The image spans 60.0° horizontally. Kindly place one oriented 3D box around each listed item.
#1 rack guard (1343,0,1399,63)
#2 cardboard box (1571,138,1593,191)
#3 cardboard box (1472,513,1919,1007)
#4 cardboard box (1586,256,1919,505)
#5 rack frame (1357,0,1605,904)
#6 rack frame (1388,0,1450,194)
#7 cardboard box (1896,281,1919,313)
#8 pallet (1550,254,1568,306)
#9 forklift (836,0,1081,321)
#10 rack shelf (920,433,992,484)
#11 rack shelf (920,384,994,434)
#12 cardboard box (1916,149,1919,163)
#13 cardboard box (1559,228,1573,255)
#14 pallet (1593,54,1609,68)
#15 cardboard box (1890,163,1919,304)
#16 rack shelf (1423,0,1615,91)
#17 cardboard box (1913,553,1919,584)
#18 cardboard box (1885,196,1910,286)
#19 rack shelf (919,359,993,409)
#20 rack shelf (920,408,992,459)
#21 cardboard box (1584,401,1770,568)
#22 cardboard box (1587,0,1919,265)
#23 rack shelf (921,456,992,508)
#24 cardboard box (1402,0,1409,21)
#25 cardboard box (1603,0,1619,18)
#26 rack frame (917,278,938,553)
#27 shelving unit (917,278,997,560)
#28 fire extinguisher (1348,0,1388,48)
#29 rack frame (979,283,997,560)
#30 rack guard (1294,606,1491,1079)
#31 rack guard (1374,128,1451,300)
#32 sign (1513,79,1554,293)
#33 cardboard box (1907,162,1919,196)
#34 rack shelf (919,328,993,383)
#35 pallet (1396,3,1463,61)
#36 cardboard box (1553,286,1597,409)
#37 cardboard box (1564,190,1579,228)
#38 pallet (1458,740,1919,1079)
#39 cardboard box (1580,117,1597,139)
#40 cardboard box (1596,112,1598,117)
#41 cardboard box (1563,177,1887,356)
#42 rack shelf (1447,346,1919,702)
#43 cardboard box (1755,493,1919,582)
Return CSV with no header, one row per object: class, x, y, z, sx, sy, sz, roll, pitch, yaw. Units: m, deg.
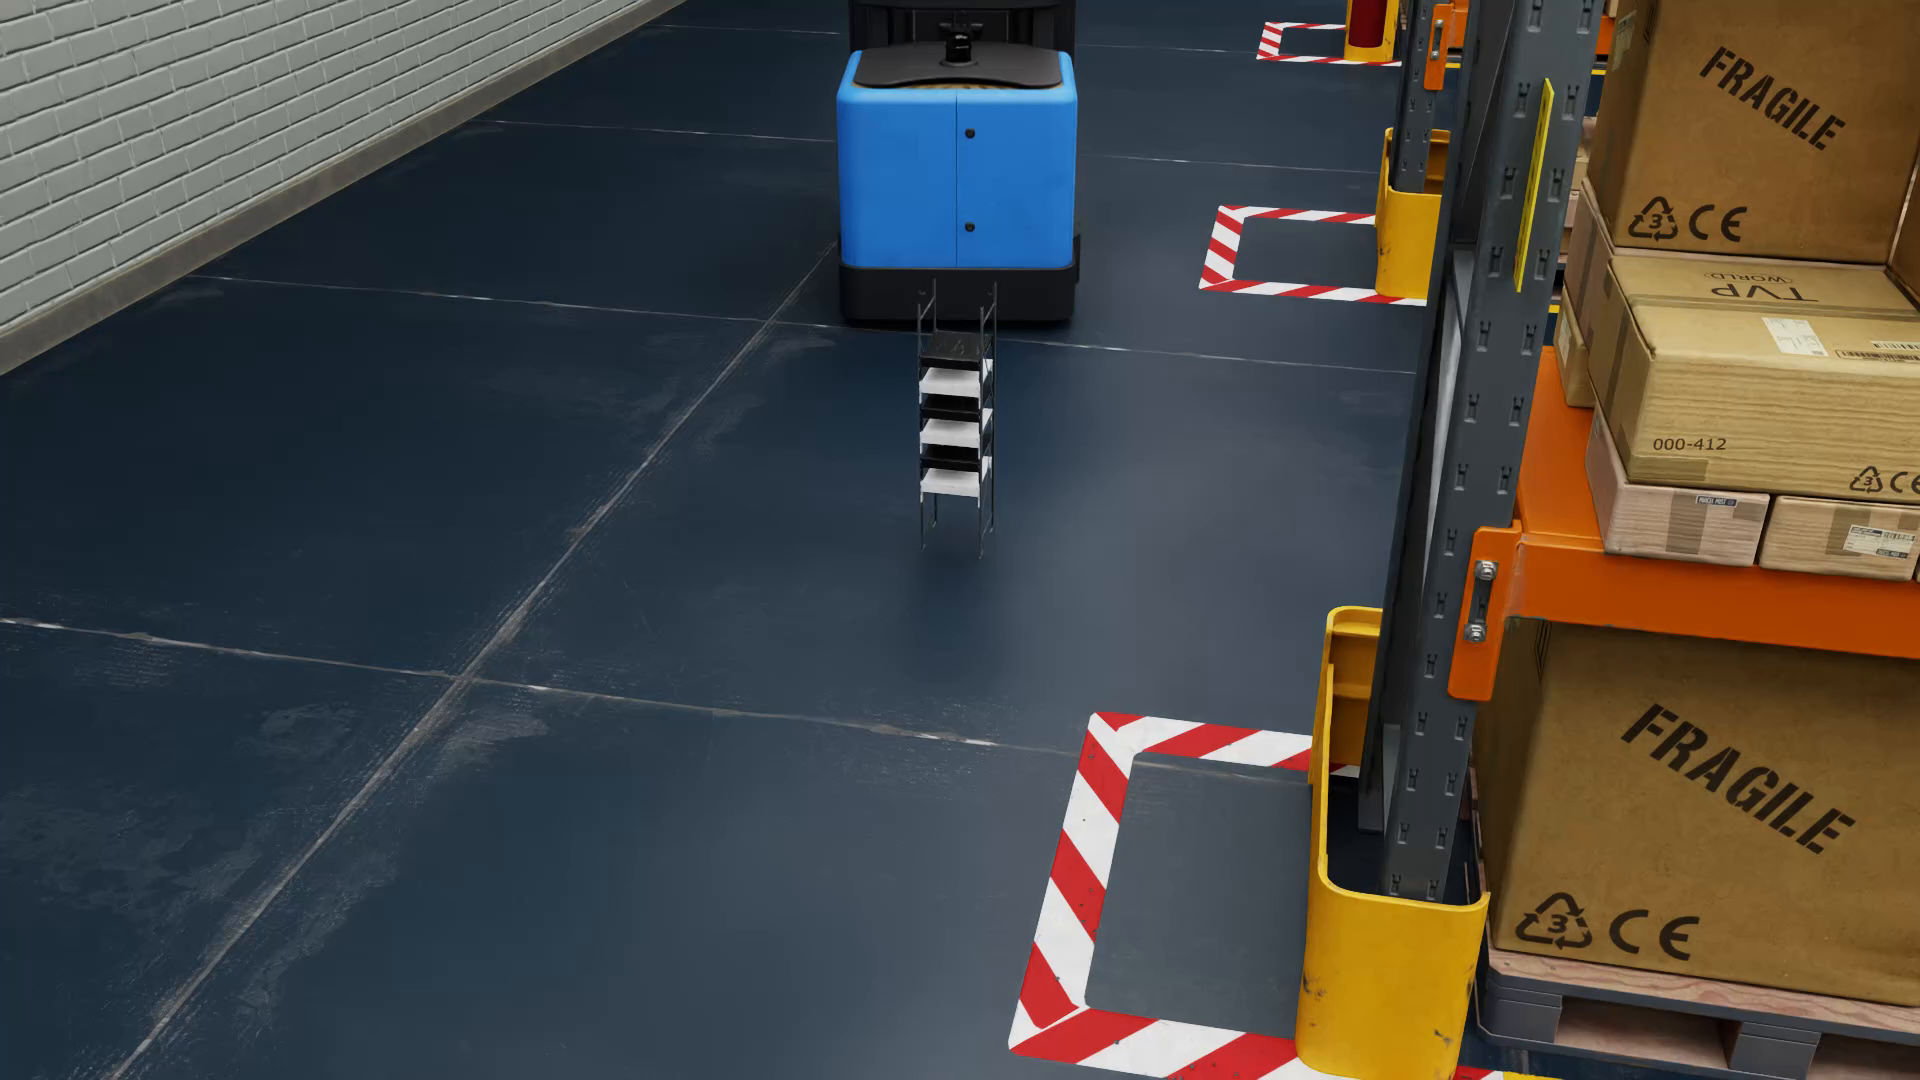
rack guard,3.091,-3.974,12.489,0.348,0.500,1.175,6,29,11
cardboard box,2.916,-1.745,7.726,0.250,0.149,0.380,6,29,11
cardboard box,1.687,0.360,3.744,0.875,0.875,0.875,6,29,11
cardboard box,1.458,-0.304,3.029,0.500,0.250,0.500,5,29,9
rack frame,1.045,-0.415,3.384,0.127,3.000,1.000,6,29,11
rack frame,2.179,-2.734,7.620,0.127,3.000,1.000,6,29,11
cardboard box,1.968,-0.255,2.939,0.500,0.250,0.500,6,29,10
pallet,3.041,-1.405,8.096,1.213,0.211,1.003,6,29,11
forklift,0.016,-2.925,8.041,1.130,2.935,3.031,1,29,1
rack shelf,-0.008,-0.287,5.595,0.200,0.077,0.258,6,29,11
rack shelf,-0.008,-0.445,5.508,0.200,0.077,0.258,6,29,11
cardboard box,4.508,-1.785,7.798,0.250,0.149,0.380,5,29,8
cardboard box,2.898,-1.477,7.855,0.250,0.149,0.380,6,29,10
pallet,5.102,-3.679,12.249,1.213,0.211,1.003,6,29,11
cardboard box,1.947,-0.583,2.757,0.500,0.500,0.500,5,29,9
rack shelf,4.135,-2.218,7.426,4.000,0.370,1.077,6,29,11
cardboard box,1.825,-0.063,3.003,0.250,0.149,0.380,5,29,9
cardboard box,2.070,-0.504,3.393,0.500,0.250,0.500,5,29,10
rack shelf,-0.008,-0.524,5.465,0.200,0.077,0.258,6,29,11
rack shelf,-0.008,-0.366,5.551,0.200,0.077,0.258,6,29,11
cardboard box,1.323,-0.114,3.096,0.250,0.149,0.380,6,29,11
cardboard box,1.576,-0.883,3.304,0.500,0.500,0.500,6,29,11
rack shelf,-0.008,-0.208,5.638,0.200,0.077,0.258,6,29,11
cardboard box,3.781,-4.110,12.364,0.875,0.438,0.875,5,29,9
cardboard box,2.937,-2.379,7.233,0.250,0.149,0.380,5,29,9
rack frame,-0.107,-0.406,5.554,0.006,0.900,0.240,6,29,11
shelving unit,-0.008,-0.396,5.535,0.210,0.900,0.258,6,29,11
fire extinguisher,2.029,-2.778,8.170,0.183,0.674,0.296,6,29,11
rack frame,0.091,-0.385,5.517,0.006,0.900,0.240,6,29,11
rack guard,1.021,0.680,3.988,0.348,0.500,1.175,6,29,11
rack guard,2.254,-1.630,8.206,0.348,0.500,1.175,6,29,11
sign,0.923,-0.569,2.682,0.005,0.325,0.100,6,29,11
cardboard box,4.178,-1.613,7.485,0.250,0.149,0.380,6,29,11
rack shelf,-0.008,-0.603,5.422,0.200,0.077,0.258,6,29,11
pallet,3.913,-3.802,12.475,1.213,0.211,1.003,6,29,11
cardboard box,1.462,-0.423,3.661,0.250,0.149,0.380,6,29,12
cardboard box,2.894,-1.571,7.717,0.250,0.149,0.380,6,29,10
pallet,1.843,0.852,3.974,1.213,0.211,1.003,6,29,11
cardboard box,2.984,-1.942,8.086,0.250,0.149,0.380,6,29,12
cardboard box,3.264,-1.976,8.147,0.250,0.149,0.380,5,29,9
cardboard box,1.574,-0.555,3.487,0.500,0.250,0.500,5,29,10
rack shelf,3.001,0.102,3.190,4.000,0.370,1.077,6,29,11
cardboard box,1.574,-0.089,3.050,0.250,0.149,0.380,5,29,10
